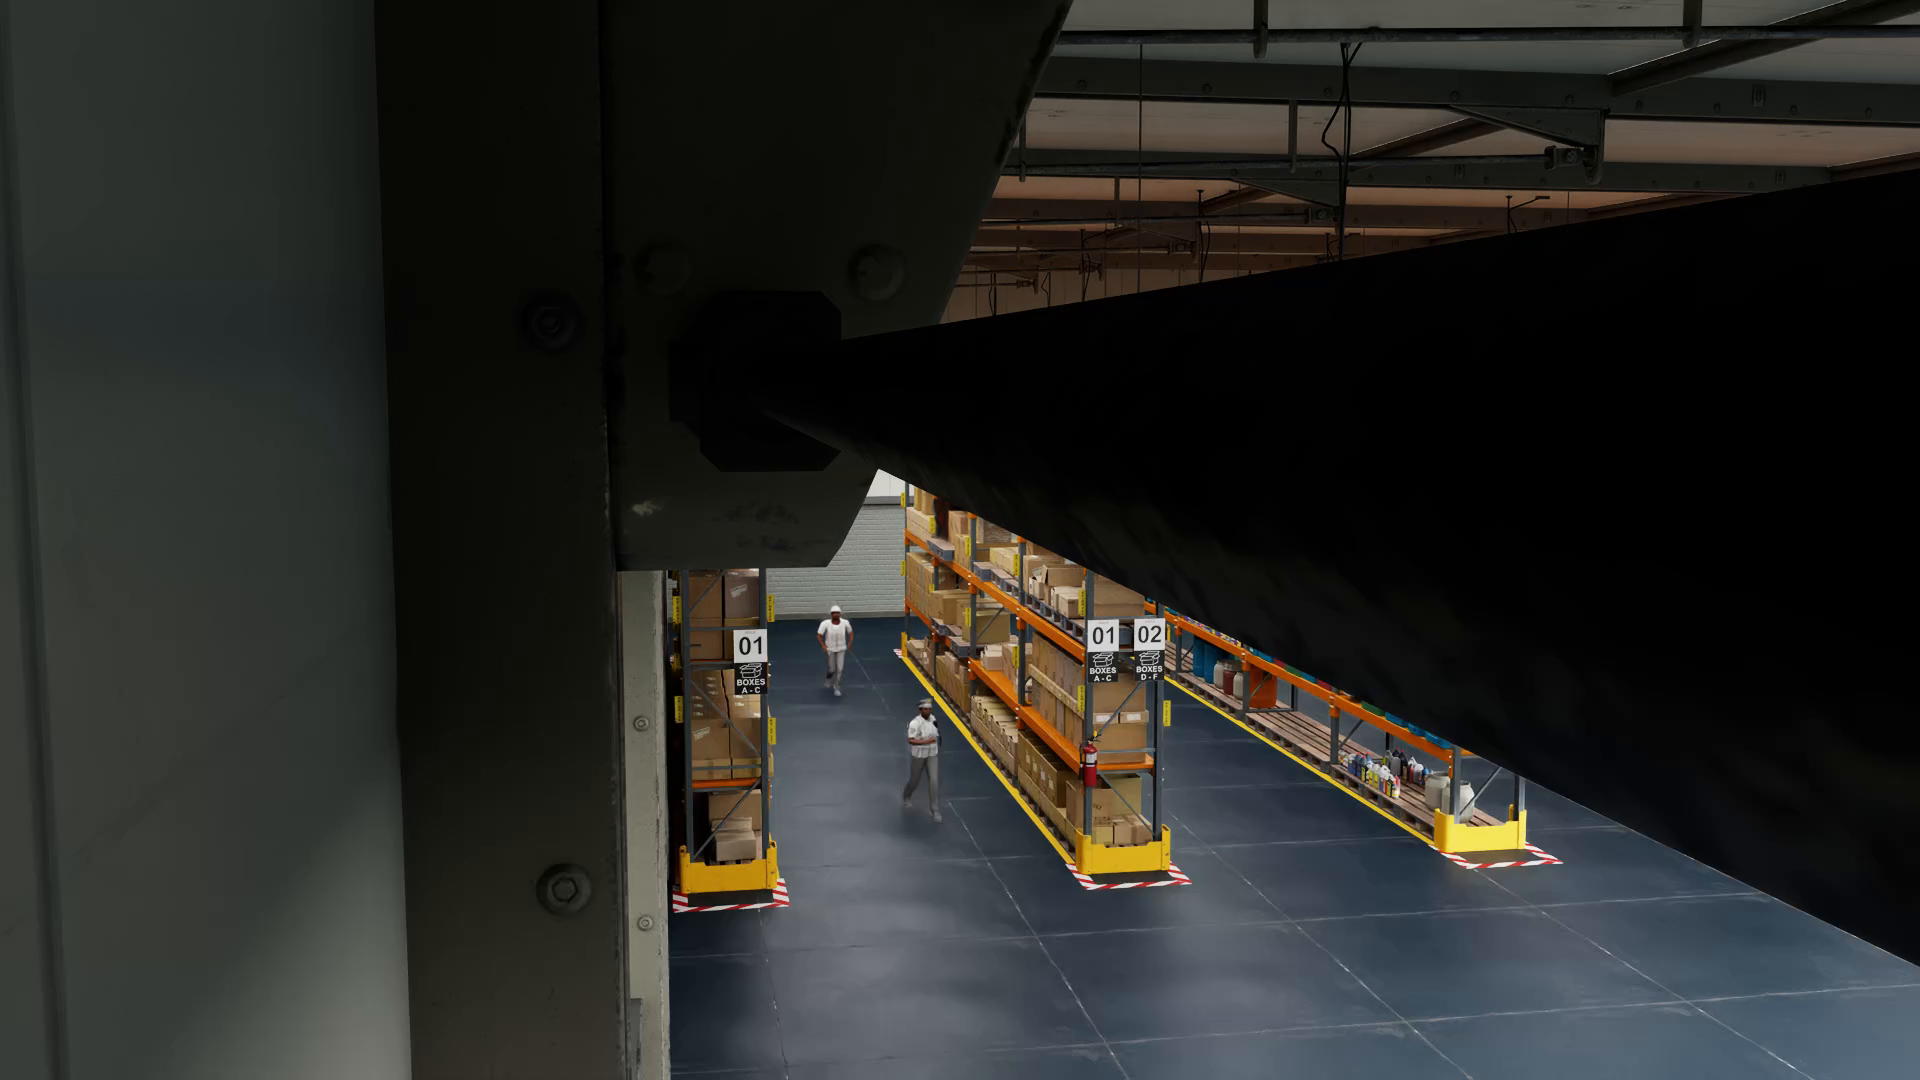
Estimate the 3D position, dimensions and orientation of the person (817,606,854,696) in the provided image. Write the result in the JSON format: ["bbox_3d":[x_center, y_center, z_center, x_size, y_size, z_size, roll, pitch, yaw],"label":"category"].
[{"bbox_3d":[-2.410,2.128,32.291,0.723,1.742,0.644,-2,6,-14],"label":"person"}]

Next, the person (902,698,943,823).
[{"bbox_3d":[-0.521,3.041,23.387,0.566,1.699,0.929,-4,7,-31],"label":"person"}]
